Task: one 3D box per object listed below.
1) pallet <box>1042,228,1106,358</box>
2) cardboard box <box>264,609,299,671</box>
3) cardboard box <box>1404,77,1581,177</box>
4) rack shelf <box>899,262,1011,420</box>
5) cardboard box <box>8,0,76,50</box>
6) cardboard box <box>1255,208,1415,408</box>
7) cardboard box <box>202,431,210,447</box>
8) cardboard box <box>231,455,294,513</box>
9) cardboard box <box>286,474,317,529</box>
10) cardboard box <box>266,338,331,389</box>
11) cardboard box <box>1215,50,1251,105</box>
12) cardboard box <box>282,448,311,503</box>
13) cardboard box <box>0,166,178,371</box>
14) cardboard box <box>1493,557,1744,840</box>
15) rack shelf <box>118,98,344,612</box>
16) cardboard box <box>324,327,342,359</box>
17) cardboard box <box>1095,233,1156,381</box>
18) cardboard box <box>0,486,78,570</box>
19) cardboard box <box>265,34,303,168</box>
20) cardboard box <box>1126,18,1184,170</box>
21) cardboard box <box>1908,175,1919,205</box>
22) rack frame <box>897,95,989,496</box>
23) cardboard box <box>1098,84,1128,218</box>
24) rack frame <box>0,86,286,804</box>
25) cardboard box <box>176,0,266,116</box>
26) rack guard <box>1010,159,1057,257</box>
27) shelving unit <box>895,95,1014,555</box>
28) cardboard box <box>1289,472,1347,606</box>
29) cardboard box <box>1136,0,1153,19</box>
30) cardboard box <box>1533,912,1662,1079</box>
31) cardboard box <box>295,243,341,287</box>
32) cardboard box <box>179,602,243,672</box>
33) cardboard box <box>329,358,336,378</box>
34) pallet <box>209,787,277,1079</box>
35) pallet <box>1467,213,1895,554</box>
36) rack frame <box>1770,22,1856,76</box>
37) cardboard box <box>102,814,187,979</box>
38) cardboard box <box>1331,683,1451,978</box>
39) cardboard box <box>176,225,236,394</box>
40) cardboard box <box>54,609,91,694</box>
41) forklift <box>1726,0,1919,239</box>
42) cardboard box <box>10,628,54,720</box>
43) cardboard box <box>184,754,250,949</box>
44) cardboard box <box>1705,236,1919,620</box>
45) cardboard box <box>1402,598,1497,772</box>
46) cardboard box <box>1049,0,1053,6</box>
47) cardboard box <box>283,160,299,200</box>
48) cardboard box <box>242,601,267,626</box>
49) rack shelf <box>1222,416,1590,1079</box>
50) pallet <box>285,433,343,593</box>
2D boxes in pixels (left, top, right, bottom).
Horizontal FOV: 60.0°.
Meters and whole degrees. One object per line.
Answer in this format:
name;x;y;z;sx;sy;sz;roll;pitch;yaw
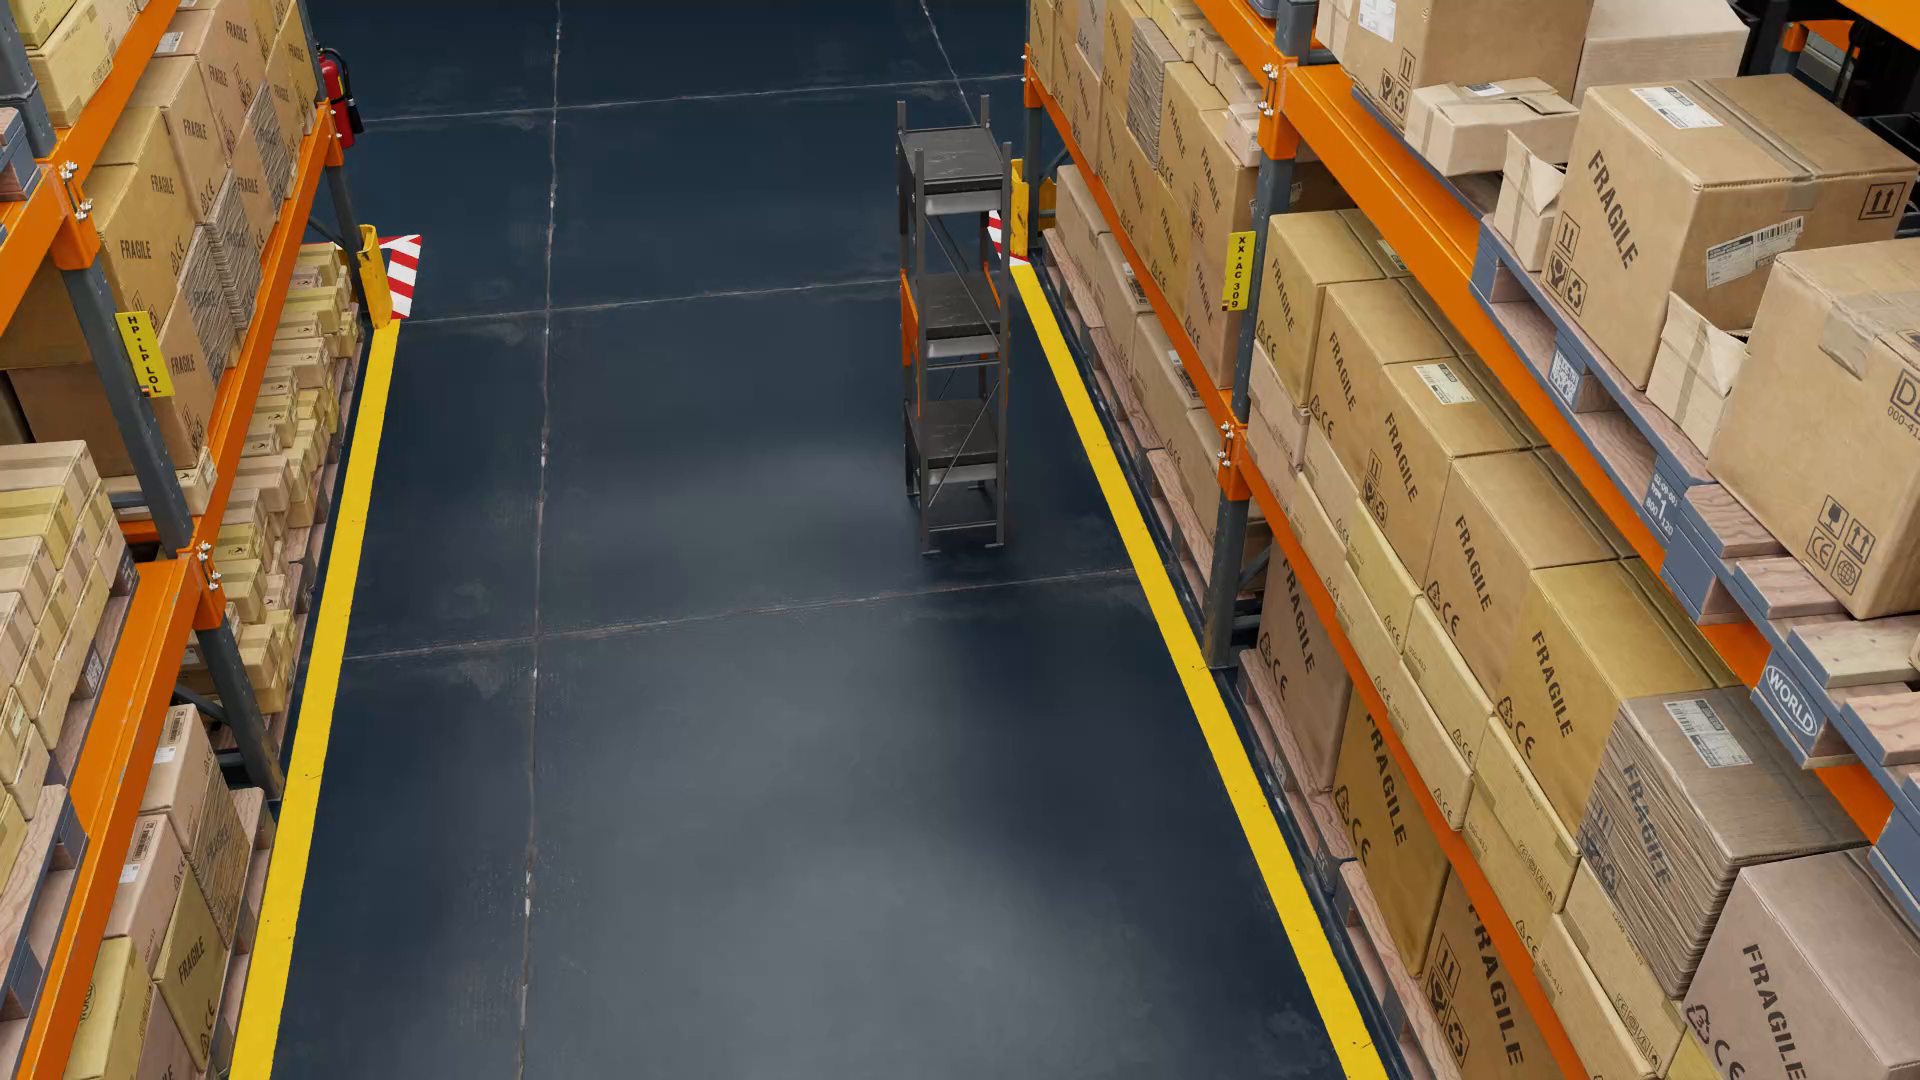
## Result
pallet;1.105;-1.532;9.950;1.003;0.211;1.213;-6;38;-8
cardboard box;-3.061;0.446;7.112;0.380;0.149;0.250;-5;38;-7
cardboard box;1.466;-1.148;4.586;0.380;0.166;0.250;-9;39;-11
rack shelf;-0.029;-0.918;7.643;0.431;0.518;0.480;-6;38;-8
cardboard box;-3.115;-1.738;5.211;0.500;0.250;0.500;-5;38;-6
cardboard box;1.383;-0.830;5.876;0.500;0.500;0.500;-6;38;-7
cardboard box;-3.113;-0.354;6.365;0.380;0.149;0.250;-5;38;-7
cardboard box;-3.239;-0.242;7.512;0.380;0.149;0.250;-5;38;-7
cardboard box;-3.282;-0.172;7.908;0.380;0.149;0.250;-7;38;-9
cardboard box;-3.383;-0.877;8.330;0.380;0.149;0.250;-5;38;-6
cardboard box;1.248;-1.857;6.670;0.380;0.149;0.250;-6;38;-8
cardboard box;-3.278;-0.287;7.813;0.380;0.149;0.250;-7;38;-8
cardboard box;-3.106;-0.949;5.787;0.500;0.500;0.500;-5;38;-7
cardboard box;1.763;0.396;4.299;0.500;0.500;0.500;-6;38;-8
rack shelf;-3.618;-1.022;7.607;1.077;0.370;4.000;-6;38;-8
cardboard box;-3.502;-1.070;8.821;0.380;0.149;0.250;-8;39;-10
cardboard box;1.270;-1.322;9.153;0.875;0.438;0.875;-5;38;-7
cardboard box;-2.957;-0.016;5.103;0.380;0.149;0.250;-7;38;-9
cardboard box;-3.551;-2.116;8.105;0.500;0.500;0.500;-7;38;-9
cardboard box;1.055;-1.995;7.377;0.500;0.500;0.500;-6;38;-7
cardboard box;5.899;-1.923;9.875;0.700;0.500;0.500;-5;38;-6
rack frame;-0.072;-1.077;7.824;0.400;2.100;0.015;-6;38;-8
cardboard box;0.981;-1.914;8.087;0.500;0.500;0.500;-5;38;-6
rack frame;-3.267;-0.098;5.832;1.000;3.000;0.127;-6;38;-8
cardboard box;-3.454;-2.197;7.395;0.500;0.500;0.500;-4;38;-6
rack guard;0.883;-2.135;10.491;1.175;0.500;0.348;-6;38;-8
shelving unit;-0.029;-0.929;7.634;0.431;2.100;0.503;-6;38;-8
cardboard box;1.498;-0.026;5.861;0.500;0.250;0.500;-7;38;-9
cardboard box;1.001;-2.460;7.446;0.380;0.149;0.250;-6;38;-8
cardboard box;1.841;1.199;4.284;0.500;0.250;0.500;-6;38;-7
cardboard box;-3.626;-1.497;9.128;0.380;0.149;0.250;-6;38;-7
cardboard box;-3.124;0.396;6.691;0.380;0.149;0.250;-5;38;-6
cardboard box;-3.564;-0.946;8.904;0.380;0.149;0.250;-6;38;-8
pallet;-3.129;1.473;6.082;1.003;0.211;1.213;-6;38;-8
pallet;1.926;-0.444;3.986;1.003;0.211;1.213;-5;38;-6
rack frame;5.773;-3.644;10.395;1.000;3.000;0.127;-6;38;-8
cardboard box;-2.811;1.161;5.294;0.500;0.250;0.500;-5;38;-6
cardboard box;1.942;0.892;5.946;0.875;0.875;0.875;-5;38;-7
cardboard box;-3.200;-0.880;6.513;0.500;0.500;0.500;-6;38;-8
cardboard box;-2.915;0.361;5.103;0.380;0.149;0.250;-6;38;-8
forklift;3.244;-0.559;6.480;1.130;2.935;3.031;-5;38;-7
cardboard box;-2.863;0.410;4.797;0.380;0.149;0.250;-7;38;-9
cardboard box;-2.889;1.143;5.929;0.500;0.500;0.500;-7;38;-9
cardboard box;1.929;-0.243;3.149;0.700;0.500;0.500;-8;39;-10
cardboard box;1.660;0.391;4.917;0.500;0.250;0.500;-7;38;-9
cardboard box;0.691;-3.222;8.955;0.500;0.500;0.500;-7;38;-9
cardboard box;-3.500;-1.793;8.218;0.380;0.149;0.250;-5;38;-7
cardboard box;-3.148;0.348;6.997;0.380;0.149;0.250;-6;38;-8
rack shelf;1.939;0.800;5.261;1.077;0.370;4.000;-6;38;-8
pallet;-3.637;-0.138;8.155;1.003;0.211;1.213;-6;38;-8
